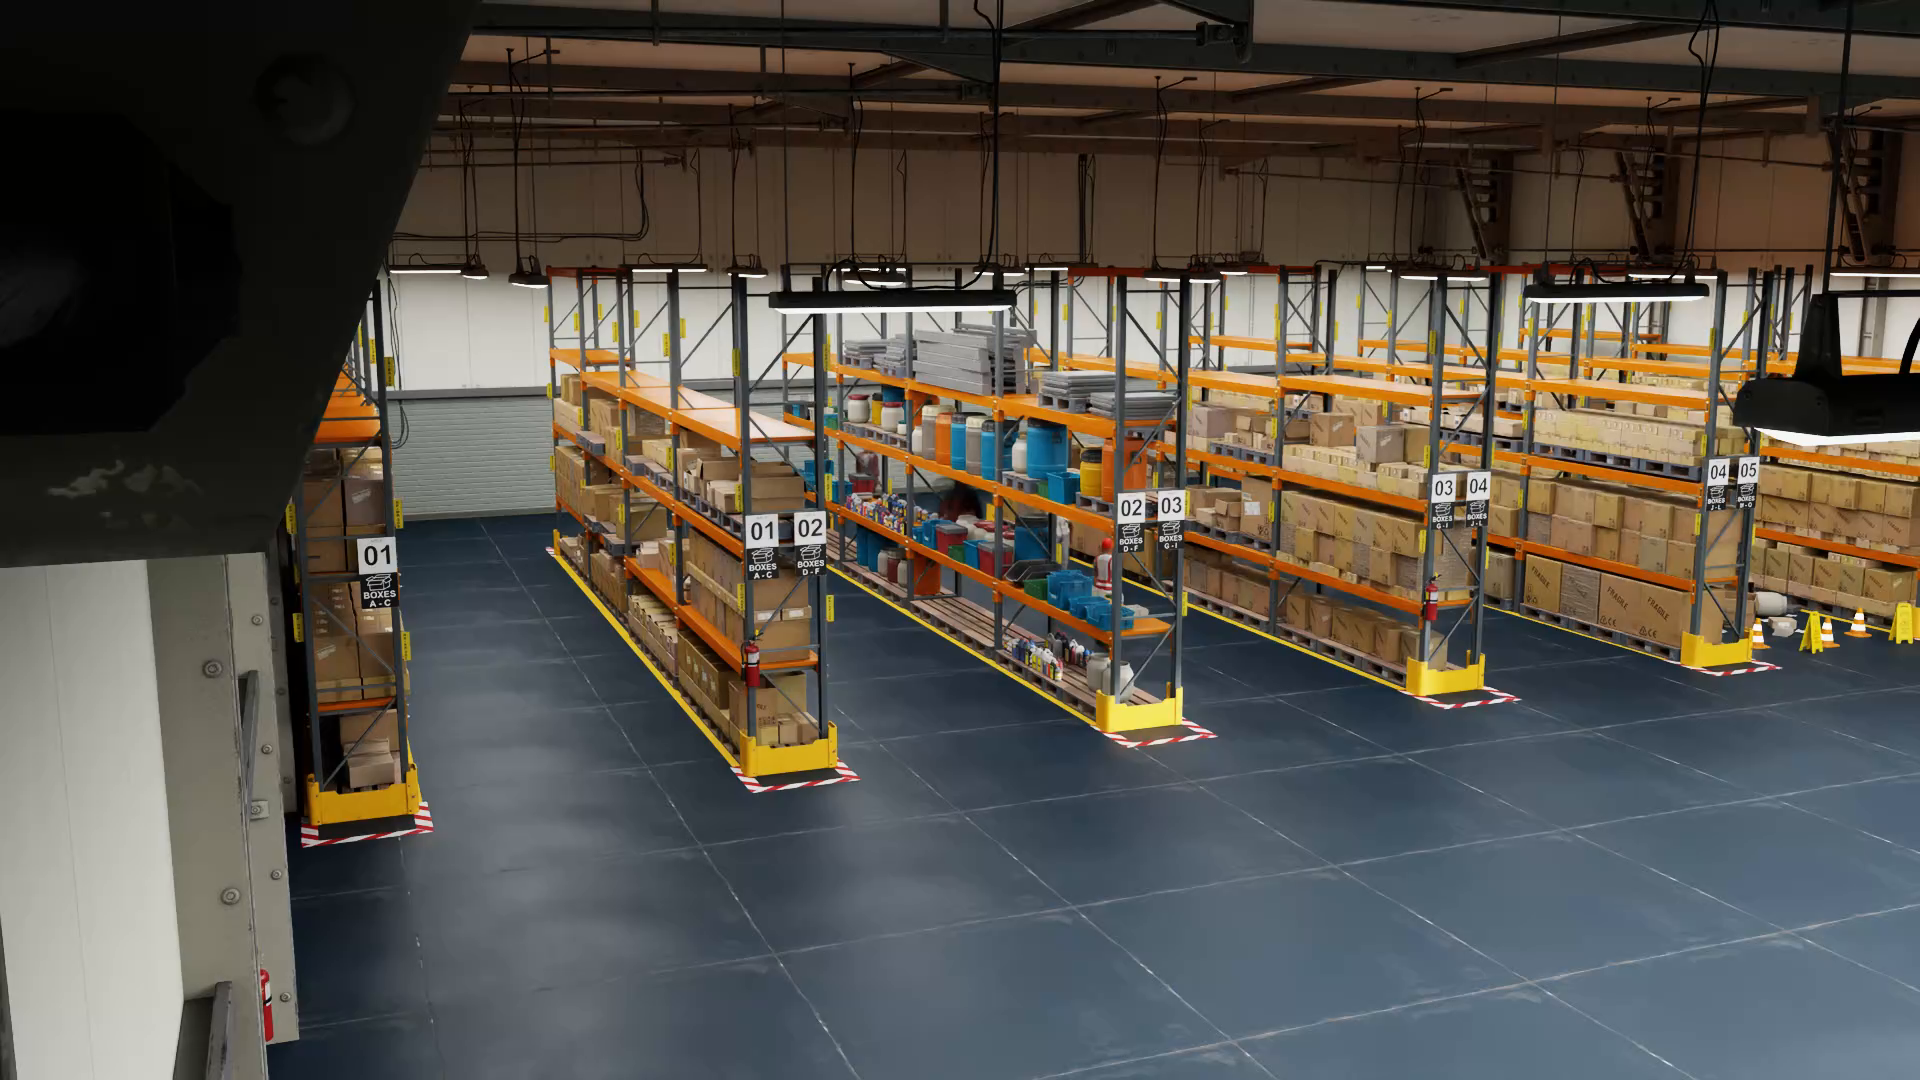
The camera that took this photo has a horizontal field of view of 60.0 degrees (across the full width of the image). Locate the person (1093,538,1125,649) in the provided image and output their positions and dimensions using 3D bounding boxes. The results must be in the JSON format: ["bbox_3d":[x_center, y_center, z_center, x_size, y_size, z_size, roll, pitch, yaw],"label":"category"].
[{"bbox_3d":[2.412,0.866,26.637,0.407,1.830,0.604,-8,13,-39],"label":"person"}]

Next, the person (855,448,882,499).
[{"bbox_3d":[-2.208,-1.518,40.231,0.587,1.772,0.818,6,11,30],"label":"person"}]

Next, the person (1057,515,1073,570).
[{"bbox_3d":[1.842,-0.073,30.625,0.452,1.648,0.599,-4,11,-24],"label":"person"}]
